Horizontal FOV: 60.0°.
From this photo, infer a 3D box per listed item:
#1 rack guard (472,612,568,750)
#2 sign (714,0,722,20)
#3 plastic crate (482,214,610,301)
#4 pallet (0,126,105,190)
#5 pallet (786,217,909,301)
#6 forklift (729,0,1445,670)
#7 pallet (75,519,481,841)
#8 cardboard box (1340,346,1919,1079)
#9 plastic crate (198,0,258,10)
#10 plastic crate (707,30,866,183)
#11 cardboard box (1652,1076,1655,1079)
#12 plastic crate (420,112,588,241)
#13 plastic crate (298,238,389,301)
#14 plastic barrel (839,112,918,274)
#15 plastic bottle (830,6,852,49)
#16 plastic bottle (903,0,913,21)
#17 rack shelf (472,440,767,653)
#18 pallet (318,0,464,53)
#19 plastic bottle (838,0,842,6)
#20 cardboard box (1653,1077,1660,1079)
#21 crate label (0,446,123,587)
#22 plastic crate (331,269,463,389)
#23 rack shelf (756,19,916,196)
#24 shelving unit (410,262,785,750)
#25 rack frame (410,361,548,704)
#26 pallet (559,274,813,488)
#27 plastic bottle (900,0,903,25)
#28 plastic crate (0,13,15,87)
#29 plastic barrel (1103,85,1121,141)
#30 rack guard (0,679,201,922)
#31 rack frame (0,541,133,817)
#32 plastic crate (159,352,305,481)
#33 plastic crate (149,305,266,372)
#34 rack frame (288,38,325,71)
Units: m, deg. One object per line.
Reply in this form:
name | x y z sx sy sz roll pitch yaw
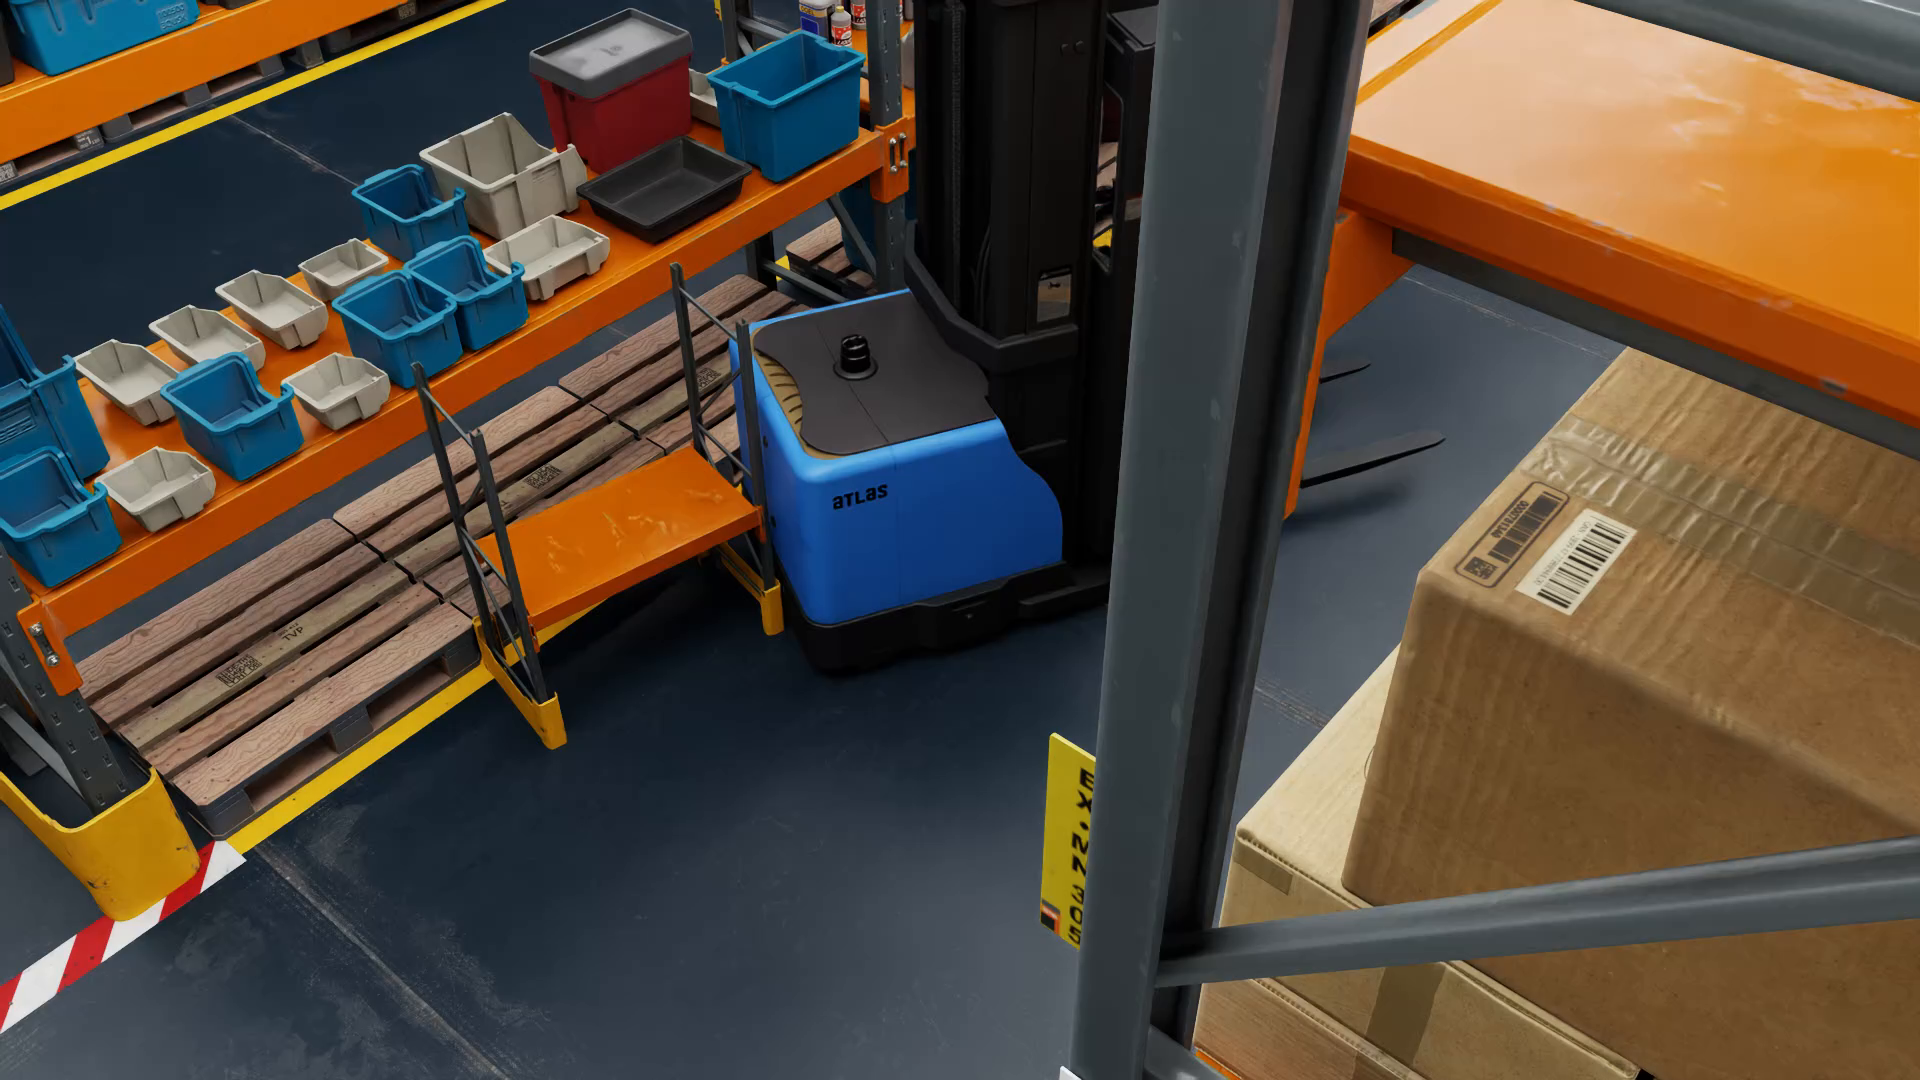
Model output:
rack guard | -1.713 0.543 6.467 0.087 0.250 0.587 -27 49 -27
sign | -1.092 -2.523 7.590 0.100 0.325 0.005 29 50 28
plastic crate | -1.563 -1.080 6.359 0.293 0.136 0.466 29 50 28
pallet | -5.798 -2.306 9.629 1.003 0.211 1.213 29 50 28
pallet | -0.144 -1.529 8.775 1.003 0.211 1.213 29 50 28
forklift | 0.639 -1.202 6.394 3.031 2.935 1.130 -15 44 -16
pallet | -2.686 0.502 6.541 1.003 0.211 1.213 29 50 28
cardboard box | 0.860 0.236 1.714 0.700 0.500 0.500 29 50 28
plastic crate | -2.053 -1.877 4.901 0.504 0.338 0.767 29 50 28
plastic crate | -0.712 -1.810 6.978 0.392 0.384 0.575 29 50 28
cardboard box | 1.067 0.815 2.005 0.500 0.250 0.500 29 50 28
plastic crate | -1.796 -1.454 6.663 0.437 0.282 0.530 29 50 28
plastic crate | -2.326 -1.003 6.274 0.298 0.136 0.250 29 50 28
plastic barrel | -0.309 -1.834 8.285 0.600 0.901 0.708 29 50 28
plastic bottle | -0.559 -2.407 7.815 0.097 0.201 0.097 0 42 0
plastic bottle | -0.221 -2.716 8.044 0.144 0.351 0.185 29 50 28
rack shelf | -1.312 0.005 6.397 1.000 0.185 0.538 -27 49 -27
pallet | -4.024 -3.725 11.189 1.003 0.211 1.213 29 50 28
plastic bottle | -0.612 -2.523 7.943 0.097 0.201 0.097 0 42 0
cardboard box | 1.072 0.633 1.834 0.500 0.250 0.500 29 50 28
crate label | -2.836 -0.067 5.174 0.416 0.233 0.303 29 50 28
plastic crate | -1.988 -0.745 5.920 0.416 0.233 0.300 29 50 28
rack shelf | 0.615 -2.946 8.795 1.077 0.370 4.000 29 50 28
shelving unit | -1.319 -0.124 6.272 1.083 1.500 0.587 -27 49 -27
rack frame | -1.714 0.081 6.046 0.032 1.500 0.500 -27 49 -27
pallet | -1.116 -0.755 7.923 1.003 0.211 1.213 29 50 28
plastic bottle | -0.324 -2.595 8.022 0.097 0.201 0.097 0 42 0
plastic crate | -2.786 -1.261 4.275 0.497 0.269 0.590 29 50 28
plastic barrel | 0.873 -2.664 9.430 0.600 0.588 0.708 29 50 28
rack guard | -3.252 0.821 5.976 1.175 0.500 0.348 29 50 28
rack frame | -3.247 -0.122 5.155 1.000 3.000 0.127 29 50 28
plastic crate | -2.412 -0.406 5.547 0.416 0.233 0.300 29 50 28
plastic crate | -2.663 -0.688 5.929 0.396 0.136 0.243 29 50 28
rack frame | -4.463 -4.326 9.778 1.000 3.000 0.127 29 50 28
